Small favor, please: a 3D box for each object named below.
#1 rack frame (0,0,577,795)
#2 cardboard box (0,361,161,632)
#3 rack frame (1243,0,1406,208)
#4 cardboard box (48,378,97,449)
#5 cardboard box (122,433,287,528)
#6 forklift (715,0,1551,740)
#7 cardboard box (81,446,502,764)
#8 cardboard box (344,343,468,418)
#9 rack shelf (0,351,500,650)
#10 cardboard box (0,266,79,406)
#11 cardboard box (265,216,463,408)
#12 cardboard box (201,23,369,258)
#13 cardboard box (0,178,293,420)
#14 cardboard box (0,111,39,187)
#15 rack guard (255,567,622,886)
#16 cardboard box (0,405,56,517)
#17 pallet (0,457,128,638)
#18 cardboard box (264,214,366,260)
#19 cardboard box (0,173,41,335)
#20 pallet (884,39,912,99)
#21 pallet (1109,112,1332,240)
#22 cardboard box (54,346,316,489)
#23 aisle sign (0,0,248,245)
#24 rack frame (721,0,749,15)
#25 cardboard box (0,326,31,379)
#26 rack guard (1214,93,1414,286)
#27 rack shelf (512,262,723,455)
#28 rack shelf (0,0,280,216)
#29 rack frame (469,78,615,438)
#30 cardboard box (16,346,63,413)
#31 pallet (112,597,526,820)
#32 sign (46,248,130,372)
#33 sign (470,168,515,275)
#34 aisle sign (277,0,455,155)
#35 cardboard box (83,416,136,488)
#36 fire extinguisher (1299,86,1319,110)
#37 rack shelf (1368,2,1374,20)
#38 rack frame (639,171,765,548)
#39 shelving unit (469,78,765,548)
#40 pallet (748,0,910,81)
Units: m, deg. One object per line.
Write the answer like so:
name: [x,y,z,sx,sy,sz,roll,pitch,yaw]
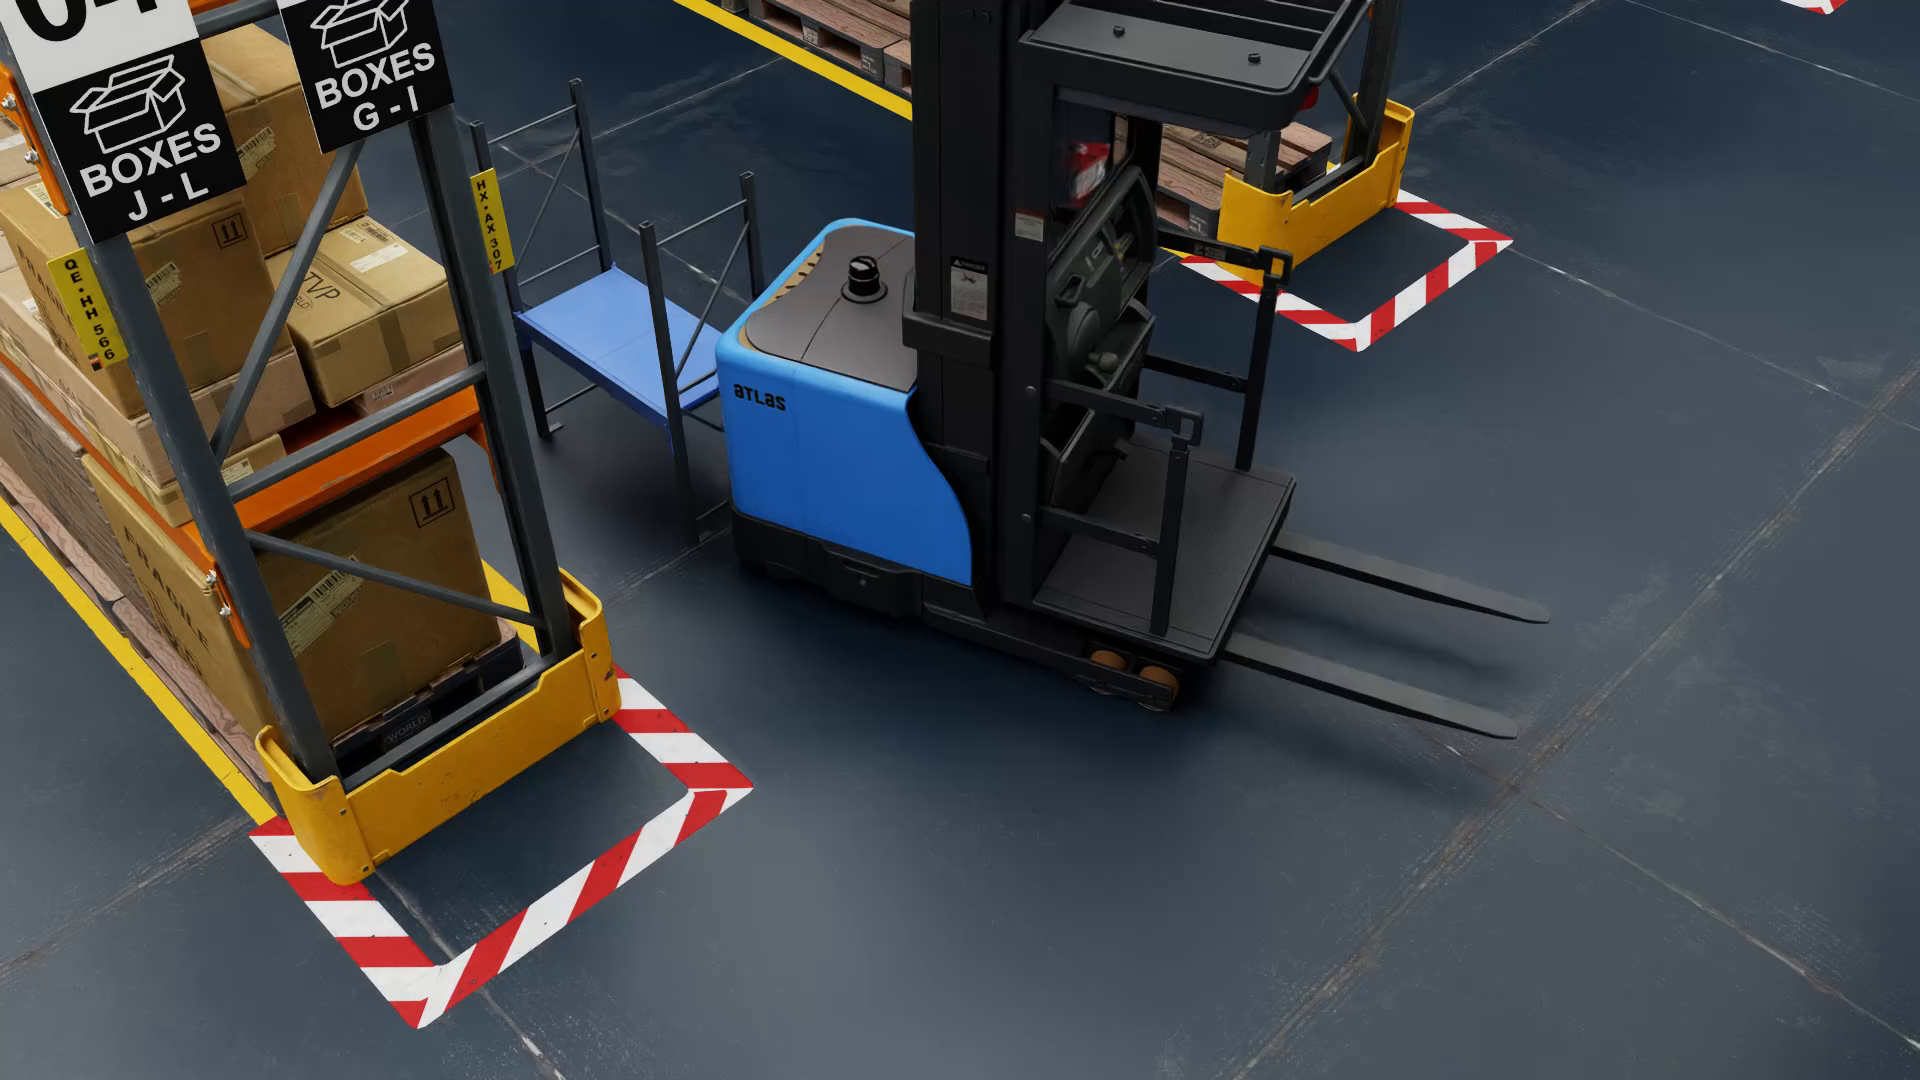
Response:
rack frame: [-1.765,-0.311,4.876,1.000,3.000,0.127,-34,53,-31]
cardboard box: [-2.916,-0.391,6.219,0.875,0.875,0.875,-34,53,-31]
rack frame: [1.742,-2.685,7.445,1.000,3.000,0.127,-34,53,-31]
cardboard box: [-2.612,-0.478,5.242,0.380,0.149,0.250,-34,52,-31]
cardboard box: [-2.250,-0.232,4.976,0.380,0.149,0.250,-33,52,-31]
forklift: [0.664,-0.866,5.527,3.031,2.935,1.130,17,45,18]
cardboard box: [-2.274,0.046,5.746,0.875,0.875,0.875,-34,53,-31]
cardboard box: [-1.782,-0.547,5.317,0.380,0.149,0.250,-33,52,-31]
rack shelf: [-3.177,-1.008,6.160,1.077,0.370,4.000,-34,53,-31]
cardboard box: [-2.653,-0.715,5.205,0.500,0.250,0.500,33,52,31]
cardboard box: [-1.913,-0.725,5.216,0.500,0.250,0.500,33,52,30]
cardboard box: [-2.266,-1.241,5.221,0.500,0.500,0.500,33,52,30]
cardboard box: [-2.295,-0.749,4.689,0.500,0.500,0.500,-33,52,-31]
cardboard box: [-3.383,-1.208,5.738,0.500,0.250,0.500,-34,52,-31]
rack guard: [-1.748,0.619,5.712,1.175,0.500,0.348,-34,53,-31]
cardboard box: [-3.545,-0.819,6.682,0.875,0.875,0.875,-34,53,-31]
pallet: [-3.242,-0.220,6.832,1.003,0.211,1.213,-34,53,-31]
cardboard box: [-2.285,-0.972,5.483,0.500,0.250,0.500,34,52,31]
cardboard box: [-3.013,-0.959,5.469,0.500,0.250,0.500,32,52,30]
pallet: [0.329,-2.662,9.475,1.003,0.211,1.213,-34,53,-31]
pallet: [1.187,-2.075,8.841,1.003,0.211,1.213,-34,53,-31]
cardboard box: [-2.295,-0.471,4.941,0.500,0.250,0.500,33,52,31]
aisle sign: [-1.927,-1.087,3.801,0.394,0.787,0.004,-34,53,-31]
rack frame: [-1.083,-4.607,9.525,1.000,3.000,0.127,-34,53,-31]
cardboard box: [-2.972,-0.722,5.506,0.250,0.149,0.380,33,52,31]
rack guard: [1.768,-1.761,8.288,1.175,0.500,0.348,-34,53,-31]
rack shelf: [-1.288,-0.753,6.725,1.000,0.185,0.538,33,52,31]
rack shelf: [-3.177,-2.109,5.142,1.077,0.370,4.000,-34,53,-31]
rack frame: [-1.655,-1.123,6.861,0.032,1.500,0.500,33,52,31]
cardboard box: [-2.787,-0.598,5.372,0.380,0.149,0.250,-33,52,-31]
pallet: [-2.385,0.367,6.198,1.003,0.211,1.213,-34,53,-31]
sign: [-2.159,-0.570,4.129,0.100,0.325,0.005,-34,53,-31]
sign: [-1.368,-0.921,4.840,0.100,0.325,0.005,-34,53,-31]
aisle sign: [-1.502,-1.375,4.112,0.394,0.787,0.004,-34,53,-31]
cardboard box: [-2.434,-0.356,5.110,0.380,0.149,0.250,-34,52,-31]
fire extinguisher: [1.526,-2.229,7.284,0.296,0.674,0.183,-34,53,-31]
rack shelf: [0.329,-3.382,8.729,1.077,0.370,4.000,-34,53,-31]
rack frame: [-0.921,-0.646,6.344,0.032,1.500,0.500,33,52,31]
shelving unit: [-1.288,-0.885,6.603,1.048,1.500,0.538,33,52,31]
pallet: [-0.536,-3.248,10.109,1.003,0.211,1.213,-34,53,-31]
